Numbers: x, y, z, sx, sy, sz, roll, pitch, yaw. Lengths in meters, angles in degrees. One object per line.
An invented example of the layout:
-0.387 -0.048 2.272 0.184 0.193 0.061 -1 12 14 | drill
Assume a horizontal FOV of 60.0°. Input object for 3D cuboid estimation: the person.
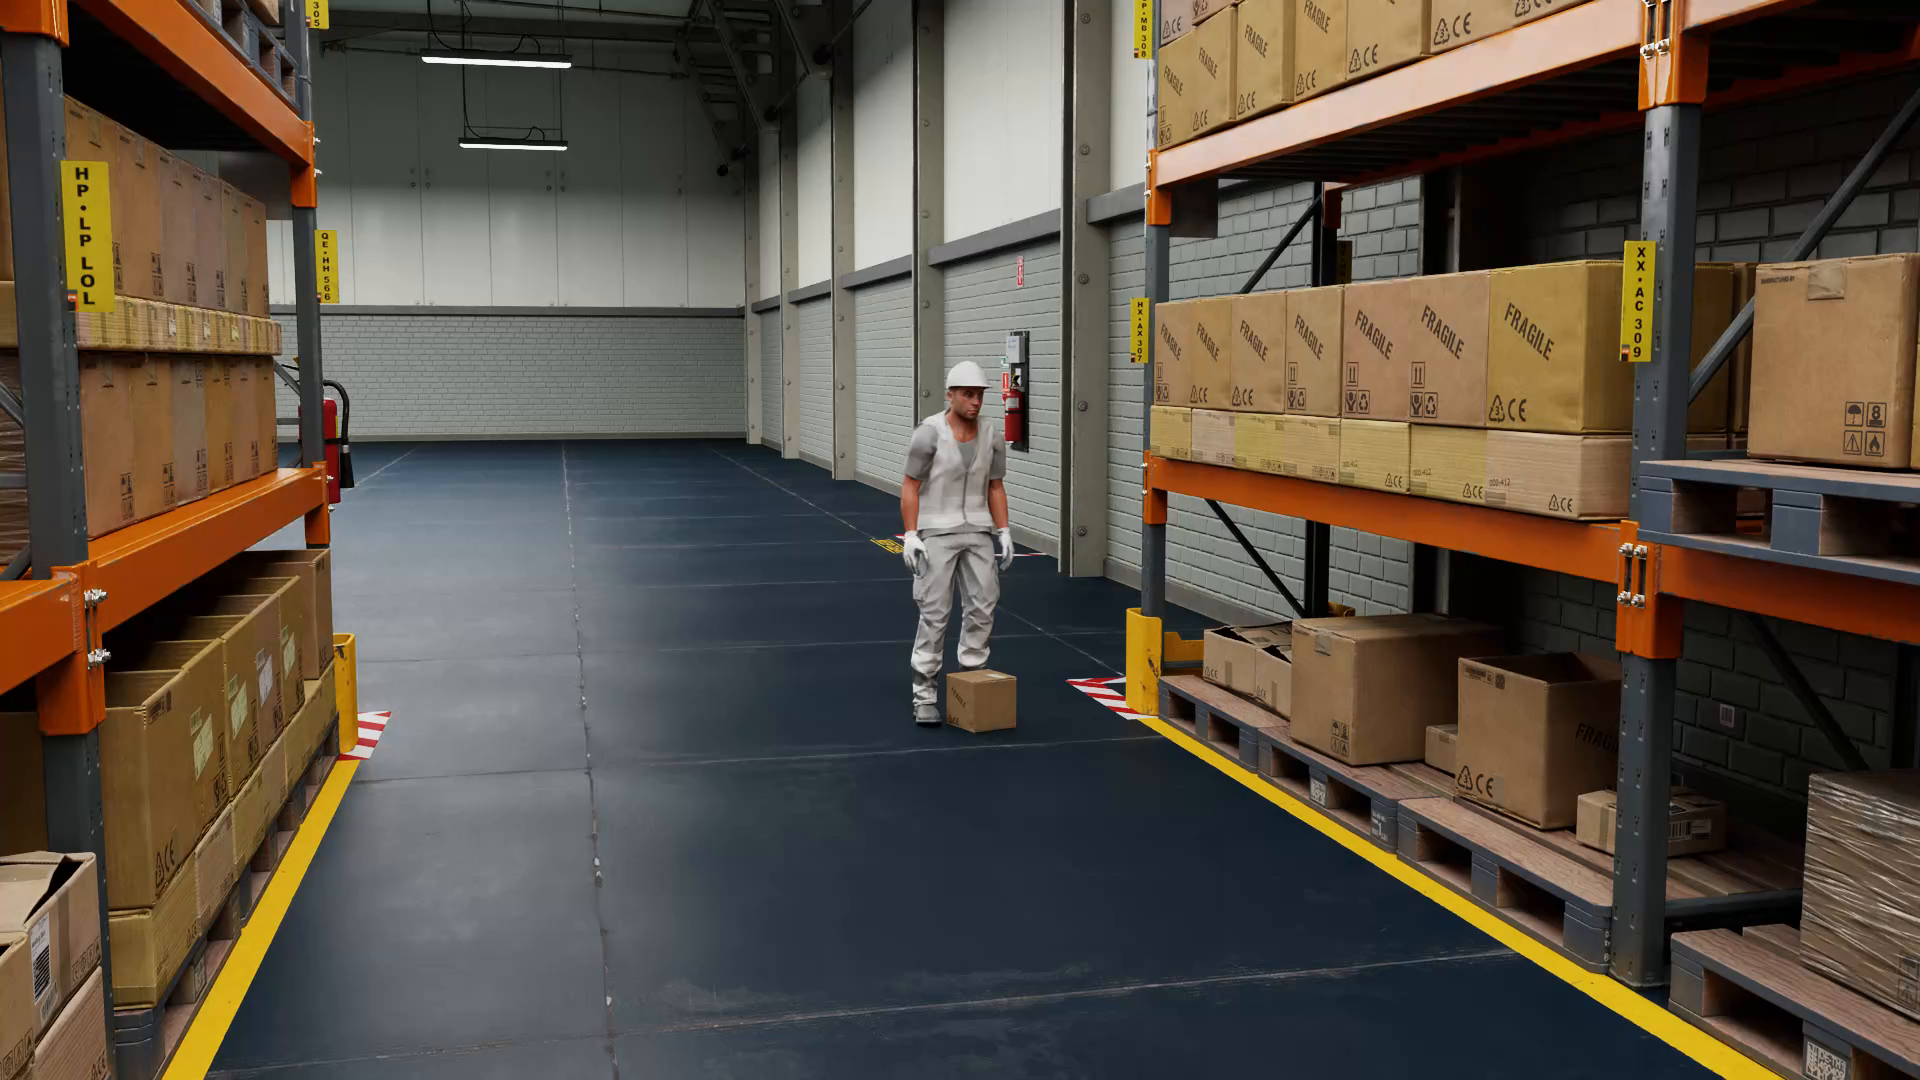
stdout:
-0.011 0.006 8.259 0.609 1.779 0.448 -3 7 -26 | person
